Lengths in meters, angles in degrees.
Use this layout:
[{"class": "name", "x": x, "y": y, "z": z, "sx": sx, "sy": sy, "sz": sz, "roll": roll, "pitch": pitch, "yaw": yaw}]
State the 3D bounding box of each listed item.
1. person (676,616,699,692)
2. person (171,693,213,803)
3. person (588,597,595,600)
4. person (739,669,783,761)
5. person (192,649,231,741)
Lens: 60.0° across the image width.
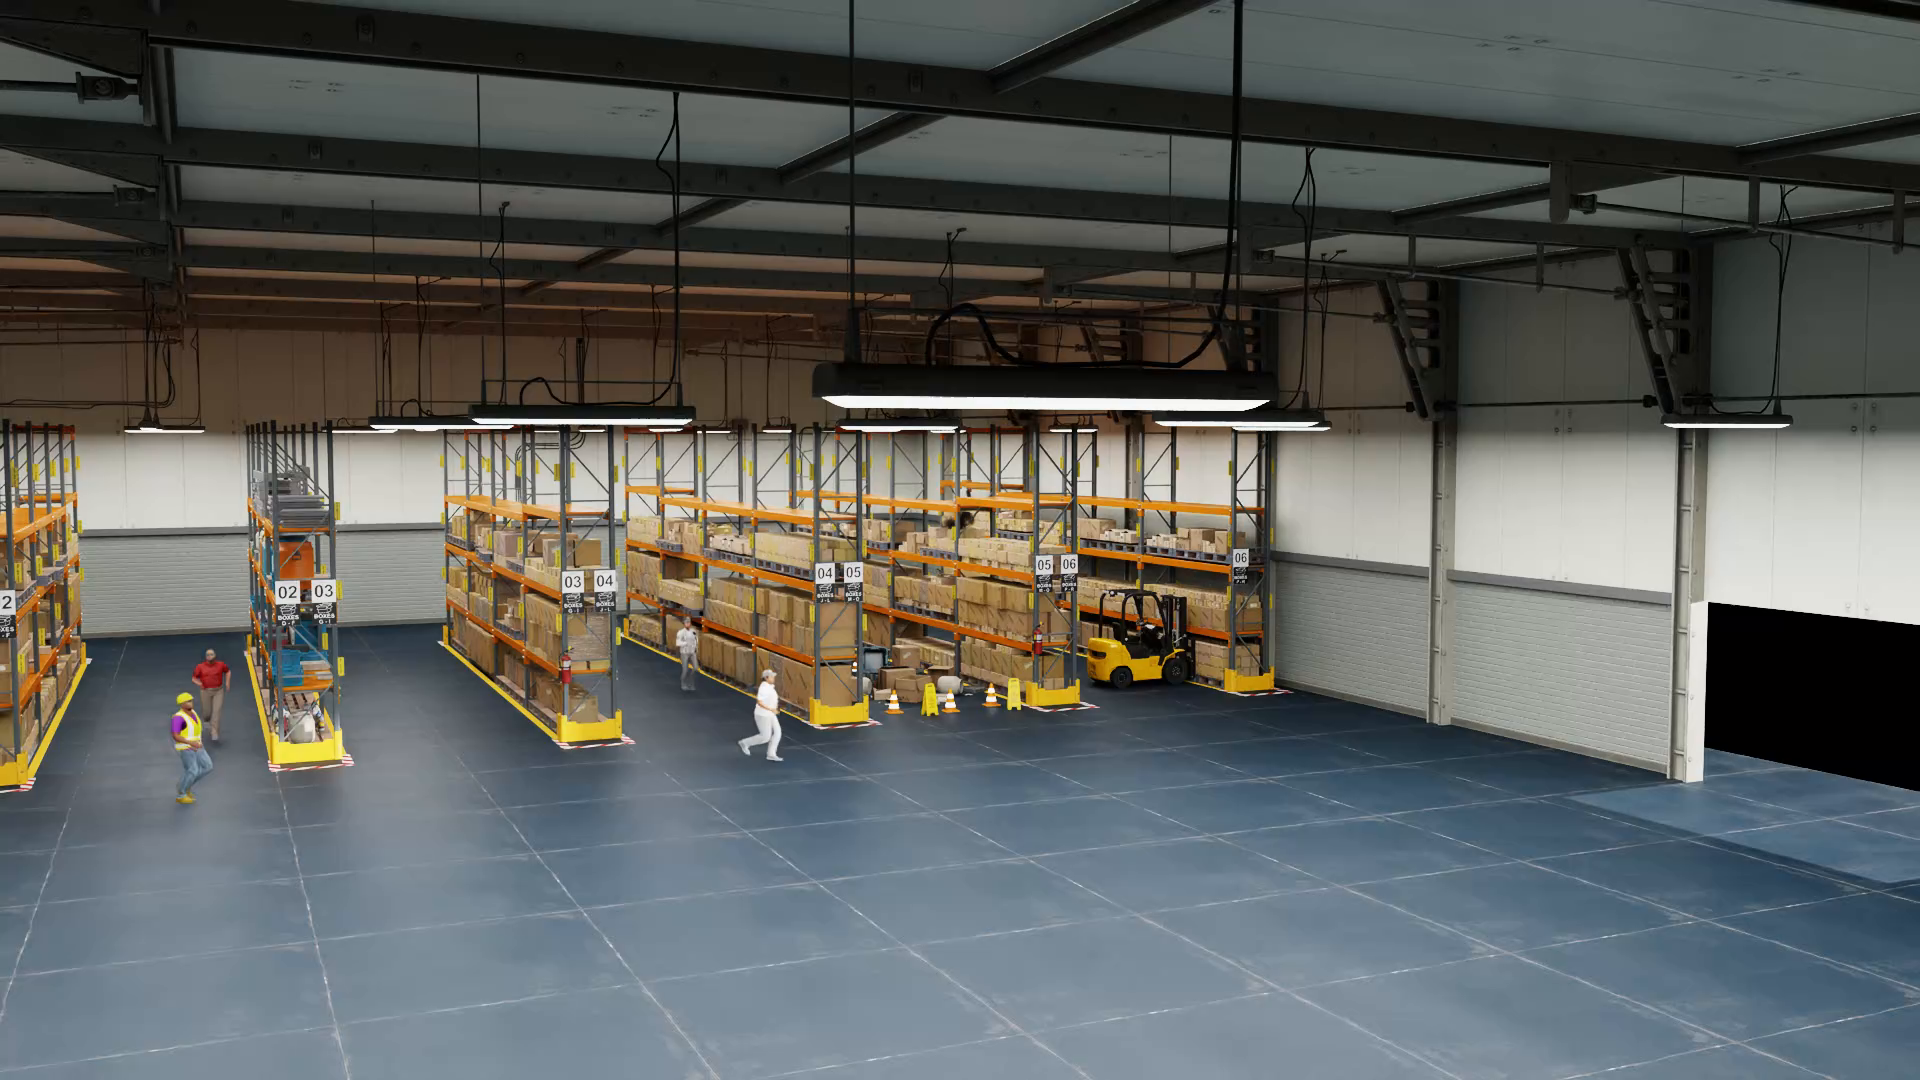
[{"class": "person", "x": -6.054, "y": 2.564, "z": 37.173, "sx": 0.594, "sy": 1.706, "sz": 0.638, "roll": -2, "pitch": 4, "yaw": -30}, {"class": "person", "x": -11.992, "y": 3.235, "z": 25.950, "sx": 0.549, "sy": 1.721, "sz": 0.711, "roll": 0, "pitch": 4, "yaw": 4}, {"class": "person", "x": -10.683, "y": 1.973, "z": 47.147, "sx": 0.805, "sy": 1.799, "sz": 0.682, "roll": 0, "pitch": 4, "yaw": 5}, {"class": "person", "x": -3.494, "y": 3.086, "z": 29.278, "sx": 0.756, "sy": 1.634, "sz": 0.599, "roll": 0, "pitch": 4, "yaw": 8}, {"class": "person", "x": -14.126, "y": 2.905, "z": 31.417, "sx": 0.678, "sy": 1.693, "sz": 0.992, "roll": -2, "pitch": 4, "yaw": -25}]
